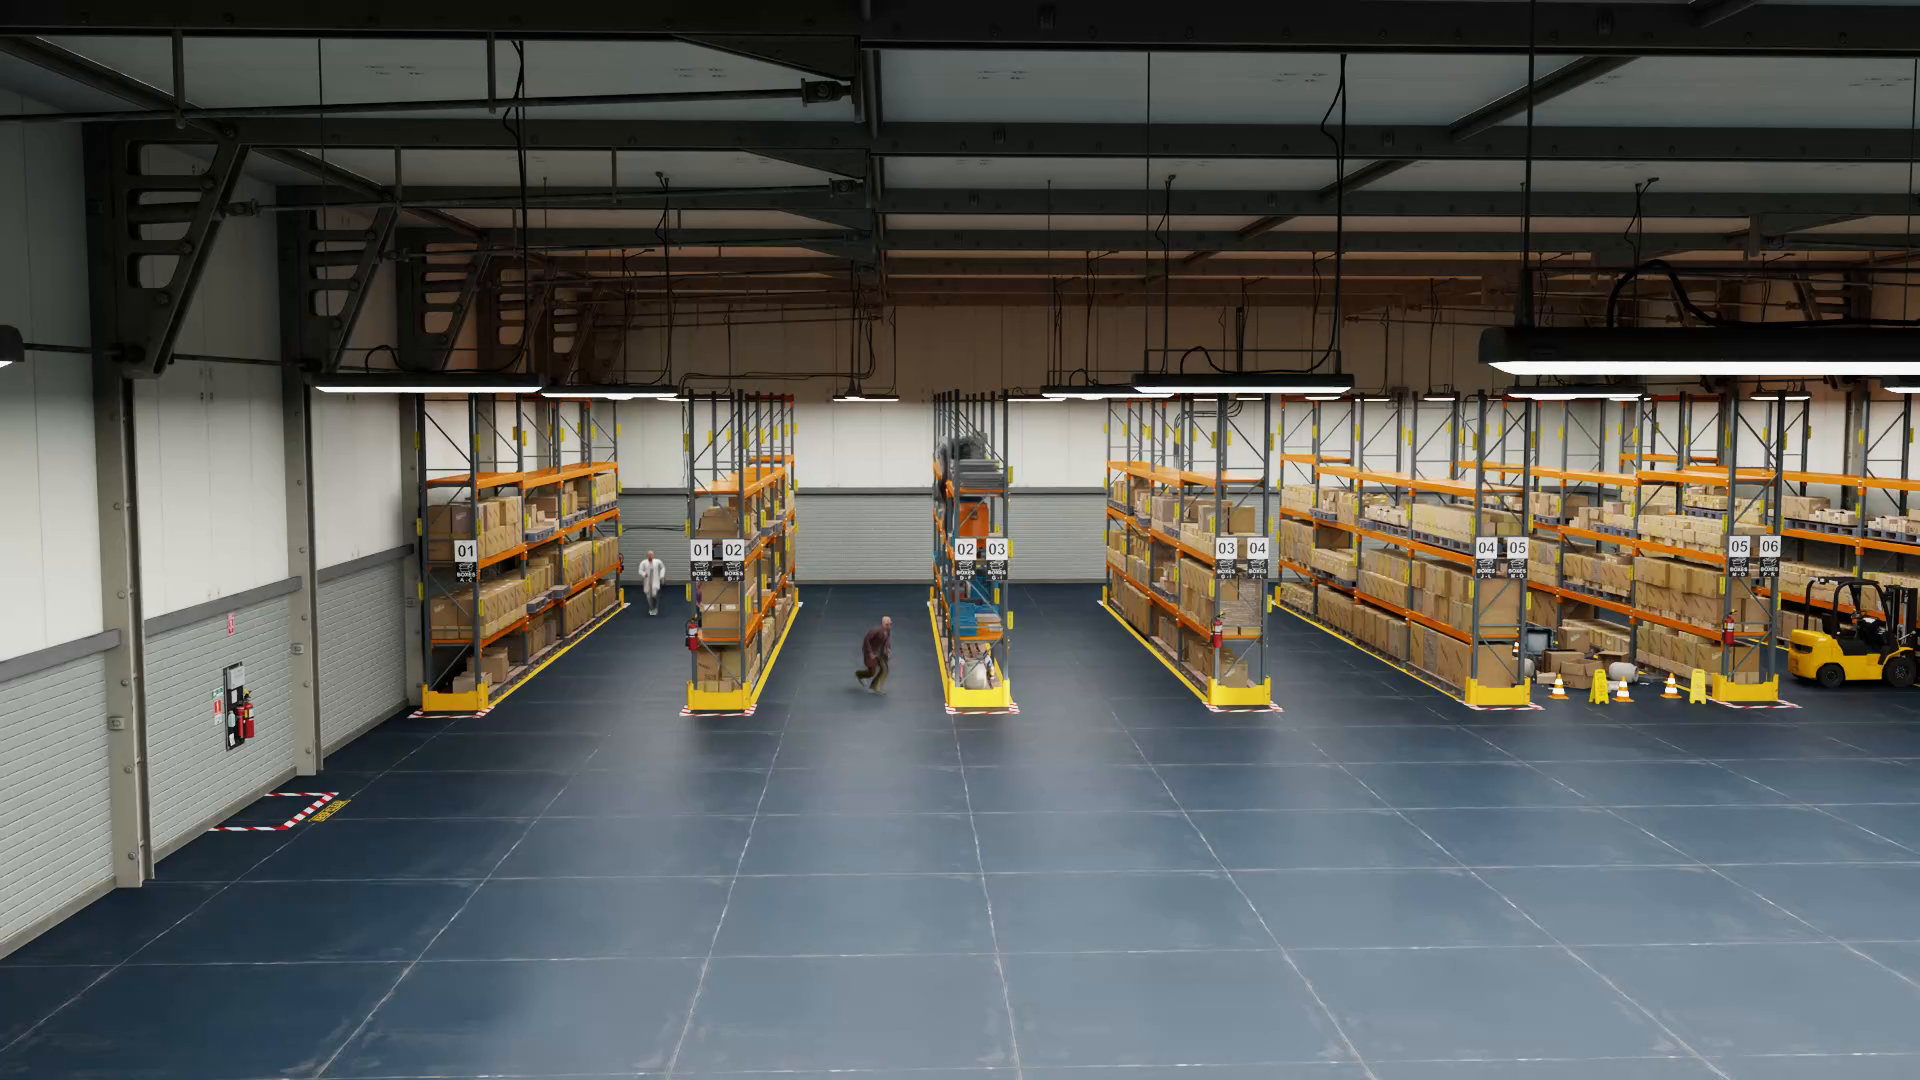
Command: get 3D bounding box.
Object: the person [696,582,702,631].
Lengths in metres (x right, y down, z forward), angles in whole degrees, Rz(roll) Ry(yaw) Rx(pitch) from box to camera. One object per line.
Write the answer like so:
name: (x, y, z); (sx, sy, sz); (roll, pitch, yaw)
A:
person: (-6.491, 1.620, 41.543); (0.507, 1.435, 0.806); (-1, 5, -14)

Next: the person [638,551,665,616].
person: (-8.355, 1.174, 45.006); (0.664, 1.780, 0.835); (0, 5, -2)

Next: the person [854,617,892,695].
person: (-1.744, 2.267, 32.924); (1.068, 1.580, 0.718); (5, 6, 44)
